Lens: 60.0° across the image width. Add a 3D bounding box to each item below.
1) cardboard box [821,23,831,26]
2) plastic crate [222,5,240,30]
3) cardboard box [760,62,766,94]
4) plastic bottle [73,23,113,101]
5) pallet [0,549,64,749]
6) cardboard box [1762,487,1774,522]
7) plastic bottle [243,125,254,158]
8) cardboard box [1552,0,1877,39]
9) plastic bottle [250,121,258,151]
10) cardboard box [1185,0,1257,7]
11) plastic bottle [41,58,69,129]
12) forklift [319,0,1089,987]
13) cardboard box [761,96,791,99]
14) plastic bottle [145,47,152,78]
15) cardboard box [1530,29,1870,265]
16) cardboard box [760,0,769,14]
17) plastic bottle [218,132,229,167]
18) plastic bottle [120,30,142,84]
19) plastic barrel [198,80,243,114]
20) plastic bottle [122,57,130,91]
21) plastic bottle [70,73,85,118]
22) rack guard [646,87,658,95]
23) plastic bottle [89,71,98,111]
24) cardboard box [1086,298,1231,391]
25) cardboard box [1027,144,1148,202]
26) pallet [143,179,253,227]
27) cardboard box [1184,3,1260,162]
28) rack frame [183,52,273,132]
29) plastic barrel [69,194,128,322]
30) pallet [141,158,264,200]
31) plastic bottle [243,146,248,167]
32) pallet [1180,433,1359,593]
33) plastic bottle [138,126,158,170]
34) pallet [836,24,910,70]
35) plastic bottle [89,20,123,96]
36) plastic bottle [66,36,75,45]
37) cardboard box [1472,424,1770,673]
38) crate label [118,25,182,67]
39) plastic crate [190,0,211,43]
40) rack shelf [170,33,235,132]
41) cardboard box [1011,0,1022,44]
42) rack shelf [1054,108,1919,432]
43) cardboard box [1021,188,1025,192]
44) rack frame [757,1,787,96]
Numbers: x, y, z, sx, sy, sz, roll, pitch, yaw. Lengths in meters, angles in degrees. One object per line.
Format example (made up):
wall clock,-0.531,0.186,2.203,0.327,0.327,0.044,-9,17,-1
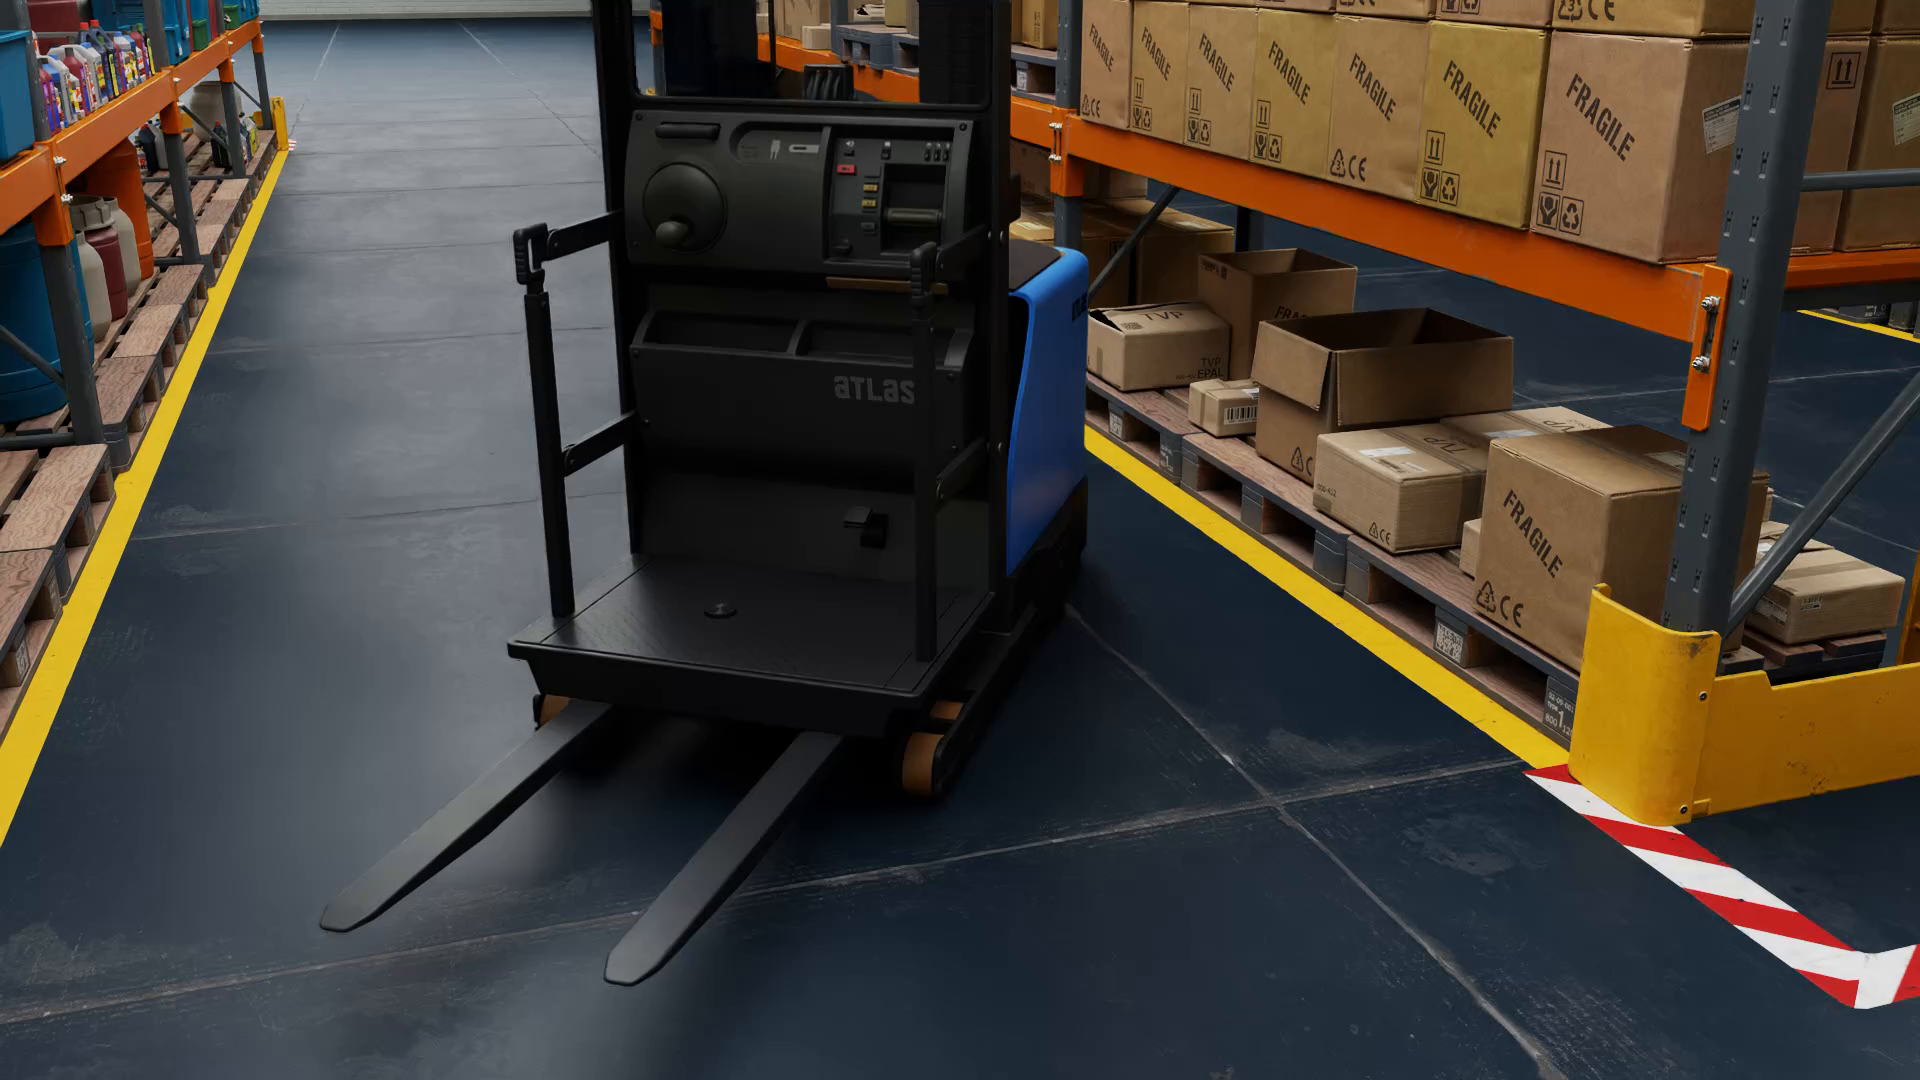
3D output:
cardboard box,-0.799,-3.661,12.044,0.380,0.149,0.250,-5,20,-13
plastic crate,-6.464,-4.501,14.323,0.450,0.188,0.662,-6,21,-17
cardboard box,-2.101,-4.204,15.519,0.500,0.500,0.500,-6,21,-17
plastic bottle,-4.046,-2.219,7.730,0.144,0.351,0.185,-6,21,-17
pallet,-3.136,0.369,4.577,1.003,0.211,1.213,-6,21,-17
cardboard box,2.111,-0.087,5.138,0.500,0.250,0.500,-6,21,-17
plastic bottle,-6.237,-3.484,14.548,0.061,0.283,0.133,-5,20,-15
cardboard box,1.769,-1.440,3.862,0.500,0.500,0.500,-7,21,-18
plastic bottle,-6.472,-3.672,15.082,0.152,0.276,0.135,-7,21,-19
cardboard box,1.117,-2.098,5.694,0.500,0.500,0.500,-7,21,-19
plastic bottle,-3.627,-1.779,6.622,0.097,0.271,0.097,0,20,0
forklift,-0.480,-0.886,4.048,1.130,2.935,3.031,6,21,16
cardboard box,-1.708,-3.668,14.308,0.500,0.311,0.500,-6,21,-17
plastic bottle,-4.497,-2.634,9.107,0.097,0.201,0.097,0,20,0
cardboard box,1.771,-0.971,4.034,0.500,0.500,0.500,-6,21,-16
cardboard box,-1.405,-4.436,14.051,0.500,0.250,0.500,-5,20,-14
plastic bottle,-6.218,-3.302,14.038,0.061,0.283,0.133,-6,21,-17
plastic bottle,-4.363,-2.531,8.715,0.097,0.271,0.097,0,20,0
plastic barrel,-7.283,-4.242,16.348,0.421,0.512,0.421,0,20,0
plastic bottle,-4.210,-2.341,8.292,0.097,0.201,0.097,0,20,0
plastic bottle,-3.761,-1.883,7.015,0.097,0.201,0.097,0,20,0
rack guard,-2.867,-4.775,18.470,1.175,0.500,0.348,-6,21,-17
plastic bottle,-3.876,-2.000,7.342,0.097,0.201,0.097,0,20,0
cardboard box,0.839,-0.876,7.246,0.500,0.311,0.500,-6,21,-17
cardboard box,0.678,-1.978,8.924,0.500,0.250,0.500,-6,21,-17
pallet,-6.022,-2.574,12.772,1.003,0.211,1.213,-6,21,-17
cardboard box,1.133,-1.622,5.848,0.500,0.500,0.500,-6,21,-17
rack frame,-7.562,-5.418,16.564,1.000,3.000,0.127,-6,21,-17
plastic barrel,-4.523,-1.396,8.312,0.600,0.588,0.708,-6,21,-17
pallet,-6.477,-3.042,14.074,1.003,0.211,1.213,-6,21,-17
plastic bottle,-6.053,-3.239,13.985,0.097,0.201,0.097,0,20,0
pallet,1.515,-0.167,6.071,1.003,0.211,1.213,-6,21,-17
plastic bottle,-6.781,-3.271,13.854,0.144,0.351,0.185,-7,21,-19
pallet,-0.065,-3.076,10.326,1.213,0.211,1.003,-6,21,-17
plastic bottle,-4.146,-2.321,8.014,0.144,0.351,0.185,-6,21,-17
plastic bottle,-4.235,-2.270,7.972,0.061,0.283,0.133,-6,21,-17
cardboard box,1.765,0.012,4.492,0.500,0.500,0.500,-6,21,-17
crate label,-4.825,-2.947,9.932,0.303,0.233,0.416,-6,21,-17
plastic crate,-5.663,-3.806,12.100,0.392,0.384,0.575,-6,21,-17
rack shelf,-5.677,-3.154,11.325,1.077,0.370,4.000,-6,21,-17
cardboard box,0.299,-2.898,8.777,0.700,0.500,0.500,-12,23,-31
rack shelf,1.541,-1.112,5.640,1.077,0.370,4.000,-6,21,-17
cardboard box,0.506,-1.798,9.531,0.500,0.500,0.500,-7,21,-19
rack frame,-1.602,-4.660,14.452,1.000,3.000,0.127,-6,21,-17
